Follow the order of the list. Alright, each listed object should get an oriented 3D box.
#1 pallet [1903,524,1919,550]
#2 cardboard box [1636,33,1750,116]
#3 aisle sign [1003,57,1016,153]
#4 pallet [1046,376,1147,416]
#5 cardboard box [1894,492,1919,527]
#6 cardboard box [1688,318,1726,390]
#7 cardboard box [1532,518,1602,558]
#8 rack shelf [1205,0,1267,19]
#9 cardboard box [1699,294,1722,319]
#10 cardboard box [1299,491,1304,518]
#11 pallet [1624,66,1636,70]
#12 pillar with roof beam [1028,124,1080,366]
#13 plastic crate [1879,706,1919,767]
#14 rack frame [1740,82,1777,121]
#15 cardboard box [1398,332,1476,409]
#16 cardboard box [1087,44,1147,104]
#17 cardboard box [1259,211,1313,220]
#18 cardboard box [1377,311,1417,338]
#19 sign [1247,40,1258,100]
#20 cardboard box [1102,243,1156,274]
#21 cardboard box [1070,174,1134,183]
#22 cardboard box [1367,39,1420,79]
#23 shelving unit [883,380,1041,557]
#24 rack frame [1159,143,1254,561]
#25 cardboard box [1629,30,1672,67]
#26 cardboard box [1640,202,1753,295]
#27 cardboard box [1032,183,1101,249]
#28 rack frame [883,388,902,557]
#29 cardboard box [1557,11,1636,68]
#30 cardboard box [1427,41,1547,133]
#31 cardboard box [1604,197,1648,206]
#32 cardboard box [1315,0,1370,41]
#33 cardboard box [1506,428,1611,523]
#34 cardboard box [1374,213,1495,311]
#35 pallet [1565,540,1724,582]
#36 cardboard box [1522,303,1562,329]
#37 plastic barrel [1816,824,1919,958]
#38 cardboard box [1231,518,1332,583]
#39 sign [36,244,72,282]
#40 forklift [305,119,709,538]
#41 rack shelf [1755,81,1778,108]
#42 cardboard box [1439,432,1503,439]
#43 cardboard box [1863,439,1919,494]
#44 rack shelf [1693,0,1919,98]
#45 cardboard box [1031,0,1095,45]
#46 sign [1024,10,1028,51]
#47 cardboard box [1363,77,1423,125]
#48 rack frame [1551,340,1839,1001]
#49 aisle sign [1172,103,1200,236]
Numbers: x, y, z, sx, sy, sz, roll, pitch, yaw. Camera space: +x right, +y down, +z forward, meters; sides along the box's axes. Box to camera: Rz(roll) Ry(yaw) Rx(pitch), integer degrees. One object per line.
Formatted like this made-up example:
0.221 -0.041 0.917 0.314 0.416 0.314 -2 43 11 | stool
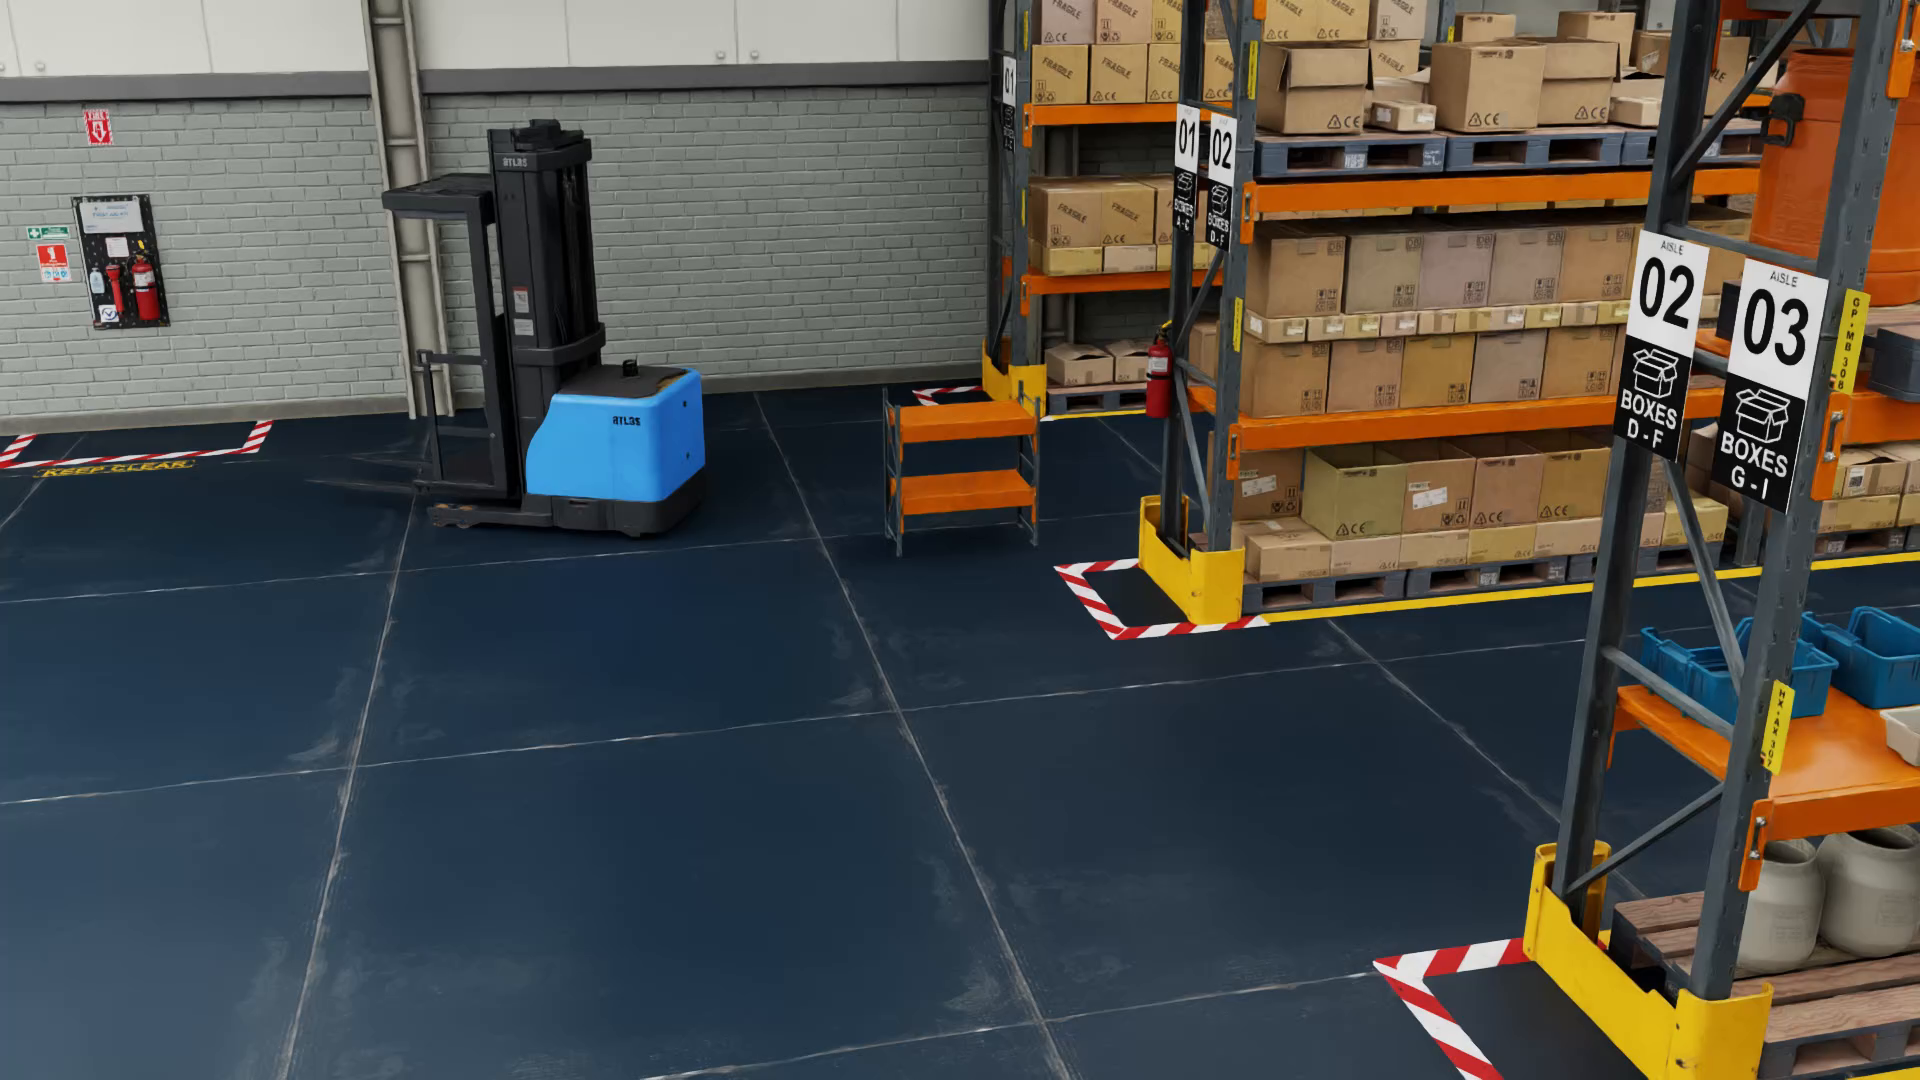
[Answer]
7.368 -0.238 12.657 1.213 0.211 1.003 -5 21 -12 | pallet
4.920 -3.145 11.218 0.500 0.500 0.500 -3 20 -8 | cardboard box
0.433 -3.834 14.640 0.004 0.787 0.394 -5 21 -12 | aisle sign
1.307 -1.468 16.016 1.213 0.211 1.003 -5 21 -12 | pallet
6.921 -0.315 12.201 0.500 0.250 0.500 -5 21 -14 | cardboard box
5.040 -1.388 11.597 0.500 0.500 0.700 -5 21 -14 | cardboard box
4.098 -0.094 11.596 0.500 0.250 0.500 -5 21 -12 | cardboard box
3.524 -3.511 10.444 4.000 0.370 1.077 -5 21 -12 | rack shelf
5.014 -1.617 11.281 0.250 0.149 0.380 -5 21 -14 | cardboard box
2.516 -0.152 11.757 0.500 0.250 0.500 -5 21 -12 | cardboard box
5.961 -4.453 16.021 1.003 0.211 1.213 -5 21 -12 | pallet
1.907 -4.440 11.353 0.400 9.000 9.100 -5 21 -12 | pillar with roof beam
3.659 0.758 6.269 0.250 0.136 0.298 -5 21 -12 | plastic crate
8.220 -3.353 17.106 0.127 3.000 1.000 -5 21 -12 | rack frame
3.030 -1.222 11.143 0.500 0.500 0.700 -5 21 -12 | cardboard box
1.348 -4.157 14.768 0.500 0.500 0.500 -3 20 -9 | cardboard box
2.961 -3.108 15.538 0.500 0.500 0.500 -5 21 -14 | cardboard box
2.755 -1.432 10.775 0.250 0.149 0.380 -5 21 -13 | cardboard box
1.700 -2.731 9.663 0.005 0.325 0.100 -5 21 -12 | sign
1.484 -2.637 15.340 0.500 0.250 0.500 -5 21 -14 | cardboard box
1.336 -3.155 15.666 0.500 0.500 0.500 -4 21 -12 | cardboard box
3.890 -4.378 15.369 0.500 0.500 0.500 -4 21 -11 | cardboard box
0.007 -0.529 12.123 1.048 1.125 0.538 -5 21 -12 | shelving unit
1.578 -1.061 10.851 0.127 3.000 1.000 -5 21 -12 | rack frame
6.937 -4.747 16.373 0.637 0.503 0.797 -2 20 -5 | cardboard box
5.040 -1.997 11.374 0.500 0.500 0.700 -5 21 -12 | cardboard box
0.968 -2.948 15.099 0.500 0.500 0.500 -5 21 -12 | cardboard box
-0.488 -0.488 12.013 0.032 1.125 0.500 -5 21 -12 | rack frame
6.078 -4.803 15.948 0.500 0.500 0.500 -5 21 -14 | cardboard box
3.257 -2.820 10.331 0.500 0.500 0.500 -5 21 -12 | cardboard box
6.557 -3.459 16.613 0.500 0.500 0.700 -5 21 -12 | cardboard box
3.368 -4.793 15.048 0.500 0.500 0.500 -4 20 -10 | cardboard box
4.095 -0.450 11.479 0.500 0.500 0.500 -5 21 -12 | cardboard box
3.088 -1.838 10.940 0.500 0.500 0.700 -5 21 -12 | cardboard box
4.687 -0.020 12.062 1.213 0.211 1.003 -5 21 -12 | pallet
3.761 -1.514 10.999 0.250 0.149 0.380 -4 20 -11 | cardboard box
3.825 1.451 7.000 0.421 0.512 0.421 0 20 0 | plastic barrel
2.151 0.064 11.165 0.500 0.250 0.500 -5 21 -12 | cardboard box
-7.898 -2.414 14.492 0.234 0.329 0.001 -5 21 -12 | sign
-3.551 -1.636 12.521 3.031 2.935 1.130 4 21 11 | forklift
10.166 -4.582 17.146 4.000 0.370 1.077 -5 21 -12 | rack shelf
3.488 -0.585 11.847 0.500 0.500 0.500 -5 21 -12 | cardboard box
6.922 -0.576 12.098 0.500 0.311 0.500 -5 21 -14 | cardboard box
4.660 -1.853 5.917 4.000 0.370 1.077 -5 21 -12 | rack shelf
0.865 -4.603 14.530 0.500 0.500 0.500 -6 21 -16 | cardboard box
0.559 -4.357 14.215 0.005 0.325 0.100 -5 21 -12 | sign
2.638 -2.842 10.755 0.500 0.250 0.500 -5 21 -12 | cardboard box
2.714 0.597 6.324 0.127 3.000 1.000 -5 21 -12 | rack frame
1.446 -2.375 10.658 0.004 0.787 0.394 -5 21 -12 | aisle sign
